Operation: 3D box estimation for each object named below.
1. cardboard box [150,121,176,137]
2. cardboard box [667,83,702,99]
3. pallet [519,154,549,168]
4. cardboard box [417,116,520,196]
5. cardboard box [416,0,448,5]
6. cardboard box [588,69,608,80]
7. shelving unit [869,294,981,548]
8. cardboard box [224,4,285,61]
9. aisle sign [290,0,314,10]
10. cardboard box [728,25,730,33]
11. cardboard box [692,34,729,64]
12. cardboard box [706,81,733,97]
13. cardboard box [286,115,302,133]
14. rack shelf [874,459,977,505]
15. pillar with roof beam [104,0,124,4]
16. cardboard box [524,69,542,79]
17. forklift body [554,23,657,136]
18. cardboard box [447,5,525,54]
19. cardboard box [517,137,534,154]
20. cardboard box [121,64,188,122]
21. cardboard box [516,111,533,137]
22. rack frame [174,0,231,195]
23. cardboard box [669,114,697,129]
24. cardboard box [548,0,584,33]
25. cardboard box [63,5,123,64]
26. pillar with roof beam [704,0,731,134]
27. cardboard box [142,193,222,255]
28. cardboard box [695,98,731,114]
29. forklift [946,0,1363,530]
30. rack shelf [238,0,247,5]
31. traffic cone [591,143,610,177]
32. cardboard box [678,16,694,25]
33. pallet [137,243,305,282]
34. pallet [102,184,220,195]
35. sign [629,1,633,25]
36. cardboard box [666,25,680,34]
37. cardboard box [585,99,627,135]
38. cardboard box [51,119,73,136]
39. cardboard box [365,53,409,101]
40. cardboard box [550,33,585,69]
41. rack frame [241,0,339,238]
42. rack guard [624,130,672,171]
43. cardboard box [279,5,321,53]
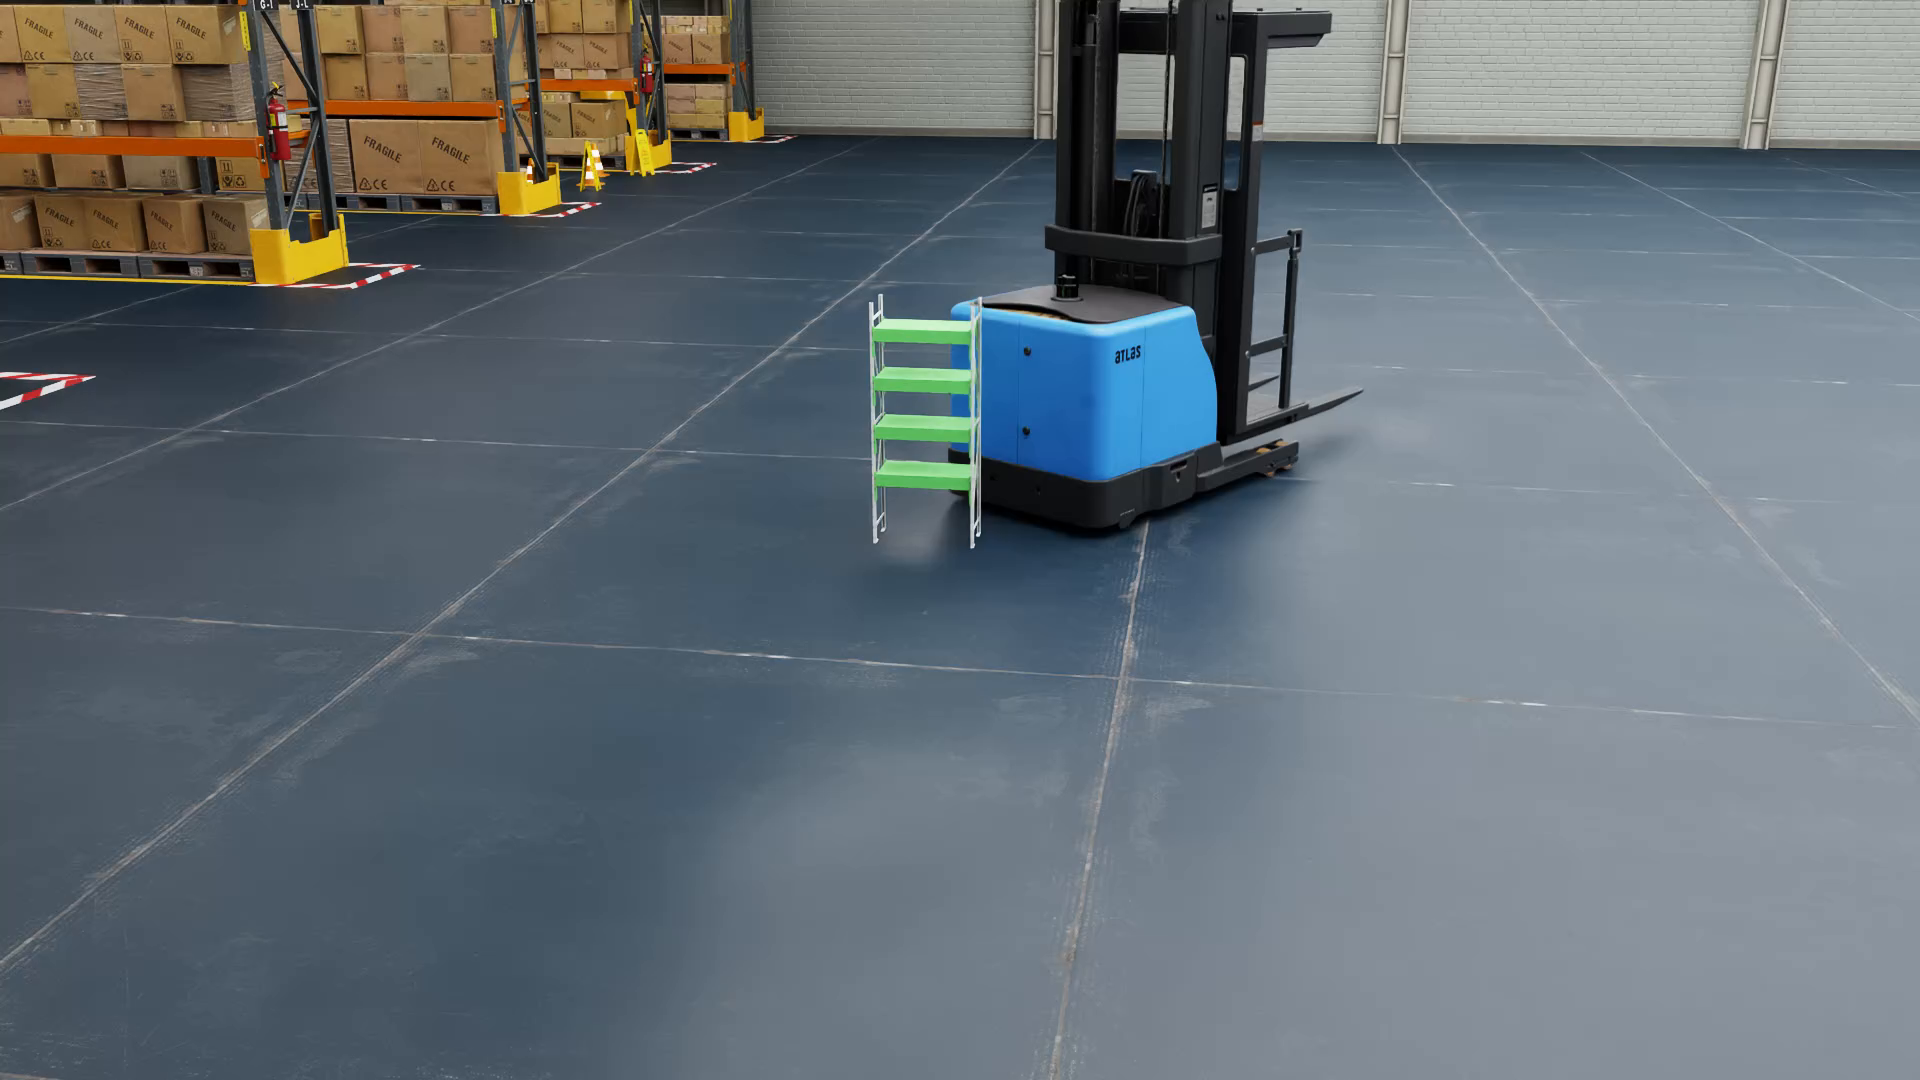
[{"bbox_3d":[-7.258,-3.819,15.385,0.250,0.149,0.380,3,19,9],"label":"cardboard box"},{"bbox_3d":[-4.852,-7.940,29.403,0.500,0.250,0.500,3,19,10],"label":"cardboard box"},{"bbox_3d":[-6.699,-5.862,25.490,1.213,0.211,1.003,3,19,9],"label":"pallet"},{"bbox_3d":[-5.991,-4.716,20.356,0.875,0.875,0.875,3,19,9],"label":"cardboard box"},{"bbox_3d":[-7.675,-7.808,24.709,0.500,0.500,0.700,3,19,9],"label":"cardboard box"},{"bbox_3d":[-5.297,-6.877,24.525,0.250,0.149,0.380,3,19,8],"label":"cardboard box"},{"bbox_3d":[-0.163,-0.577,8.138,0.503,1.200,0.258,3,19,9],"label":"shelving unit"},{"bbox_3d":[-6.698,-4.737,15.532,0.500,0.500,0.500,3,19,9],"label":"cardboard box"},{"bbox_3d":[-6.089,-5.285,15.275,0.004,0.787,0.394,3,19,9],"label":"aisle sign"},{"bbox_3d":[-4.136,-9.075,29.519,0.250,0.149,0.380,2,19,7],"label":"cardboard box"},{"bbox_3d":[-4.370,-8.612,29.156,0.500,0.500,0.500,3,19,7],"label":"cardboard box"},{"bbox_3d":[-4.287,-8.075,29.804,0.500,0.250,0.500,3,19,8],"label":"cardboard box"},{"bbox_3d":[-6.442,-3.932,15.722,0.250,0.149,0.380,3,19,9],"label":"cardboard box"},{"bbox_3d":[-0.163,-0.289,8.234,0.480,0.148,0.258,3,19,9],"label":"rack shelf"},{"bbox_3d":[-16.918,-11.039,27.114,0.400,9.000,9.100,3,19,9],"label":"pillar with roof beam"},{"bbox_3d":[-6.303,-6.942,24.718,0.250,0.149,0.380,3,19,8],"label":"cardboard box"},{"bbox_3d":[-6.004,-7.743,28.055,1.214,2.155,2.313,3,19,9],"label":"forklift body"},{"bbox_3d":[-5.672,-6.125,19.942,0.550,0.550,0.875,3,19,9],"label":"cardboard box"},{"bbox_3d":[-6.495,-5.971,25.093,0.500,0.250,0.500,2,19,7],"label":"cardboard box"},{"bbox_3d":[-7.249,-4.174,15.425,0.500,0.500,0.875,3,19,9],"label":"cardboard box"},{"bbox_3d":[-6.471,-6.329,24.980,0.500,0.500,0.500,2,19,7],"label":"cardboard box"},{"bbox_3d":[-9.261,-5.712,20.647,0.127,3.000,1.000,3,19,9],"label":"rack frame"},{"bbox_3d":[-4.846,-7.470,29.572,0.500,0.250,0.500,3,19,9],"label":"cardboard box"},{"bbox_3d":[-5.664,-7.714,24.429,0.500,0.500,0.700,3,19,9],"label":"cardboard box"},{"bbox_3d":[-7.768,-4.624,15.193,0.500,0.500,0.500,3,19,9],"label":"cardboard box"},{"bbox_3d":[-5.070,-10.435,25.309,0.400,9.000,9.100,3,19,9],"label":"pillar with roof beam"},{"bbox_3d":[-7.407,-3.032,15.914,0.500,0.500,0.500,8,20,23],"label":"cardboard box"},{"bbox_3d":[-4.373,-7.681,29.414,0.500,0.250,0.500,3,19,8],"label":"cardboard box"},{"bbox_3d":[1.275,-1.832,9.160,1.130,2.935,3.031,16,24,39],"label":"forklift"},{"bbox_3d":[-8.173,-5.144,15.355,4.000,0.370,1.077,3,19,9],"label":"rack shelf"},{"bbox_3d":[-5.255,-5.481,23.955,0.334,0.463,0.336,3,19,9],"label":"traffic cone"},{"bbox_3d":[-4.741,-9.077,29.056,0.250,0.149,0.380,3,19,10],"label":"cardboard box"},{"bbox_3d":[-7.069,-2.695,16.026,1.213,0.211,1.003,3,19,9],"label":"pallet"},{"bbox_3d":[-10.035,-4.405,21.135,1.213,0.211,1.003,3,19,9],"label":"pallet"},{"bbox_3d":[-4.734,-7.593,23.945,0.005,0.325,0.100,3,19,9],"label":"sign"},{"bbox_3d":[-4.976,-8.958,29.169,0.250,0.149,0.380,3,19,8],"label":"cardboard box"},{"bbox_3d":[-5.402,-6.446,25.329,0.500,0.500,0.500,2,19,7],"label":"cardboard box"},{"bbox_3d":[-8.246,-3.869,15.536,0.250,0.149,0.380,3,19,9],"label":"cardboard box"},{"bbox_3d":[-6.764,-5.675,20.299,0.550,0.550,0.875,3,19,9],"label":"cardboard box"},{"bbox_3d":[-5.699,-7.223,24.535,0.500,0.500,0.500,3,19,9],"label":"cardboard box"},{"bbox_3d":[-6.198,-3.962,15.416,0.127,3.000,1.000,3,19,9],"label":"rack frame"},{"bbox_3d":[-4.701,-5.885,25.103,0.348,0.500,1.175,3,19,9],"label":"rack guard"},{"bbox_3d":[-7.829,-6.204,20.180,0.550,0.550,0.875,3,19,9],"label":"cardboard box"}]
